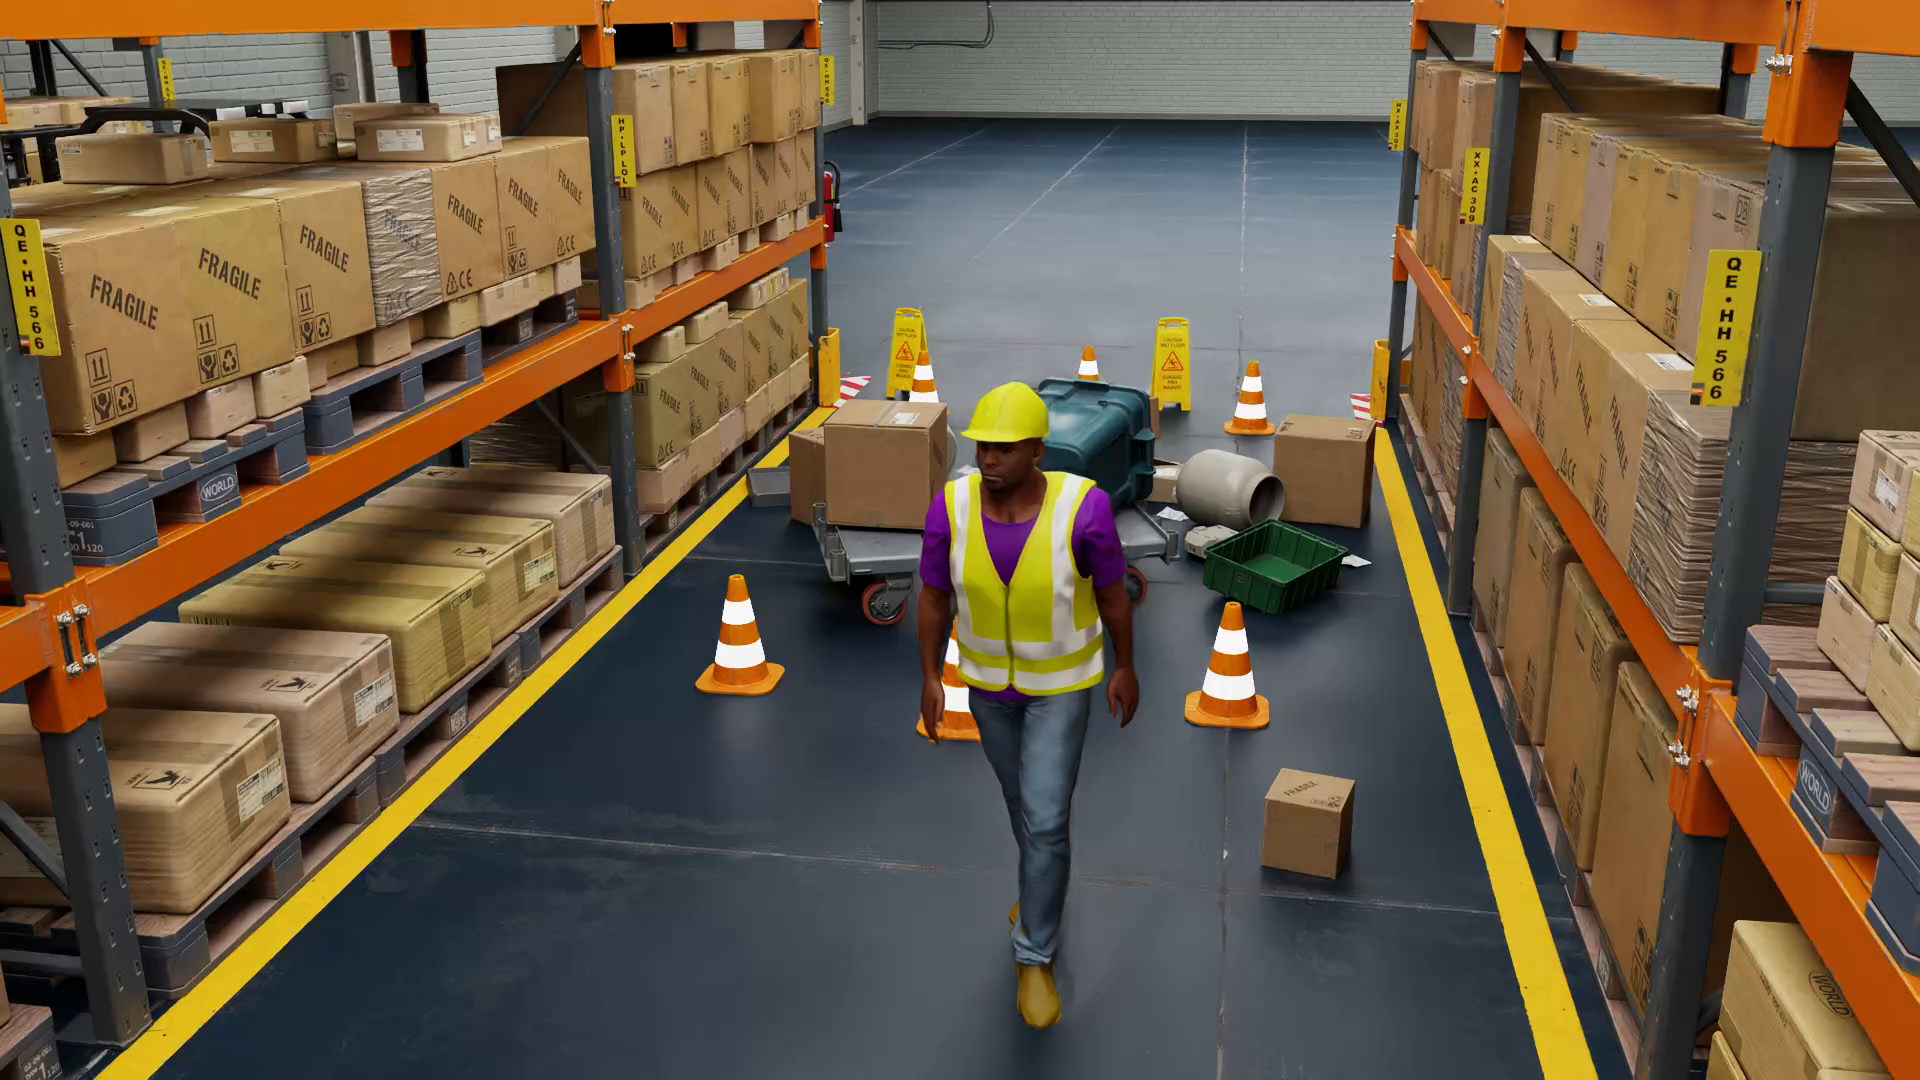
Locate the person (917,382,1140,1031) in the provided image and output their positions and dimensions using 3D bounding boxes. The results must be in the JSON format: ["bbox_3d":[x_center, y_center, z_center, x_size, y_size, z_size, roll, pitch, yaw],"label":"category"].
[{"bbox_3d":[0.177,0.415,4.754,0.606,1.783,0.718,7,19,22],"label":"person"}]
